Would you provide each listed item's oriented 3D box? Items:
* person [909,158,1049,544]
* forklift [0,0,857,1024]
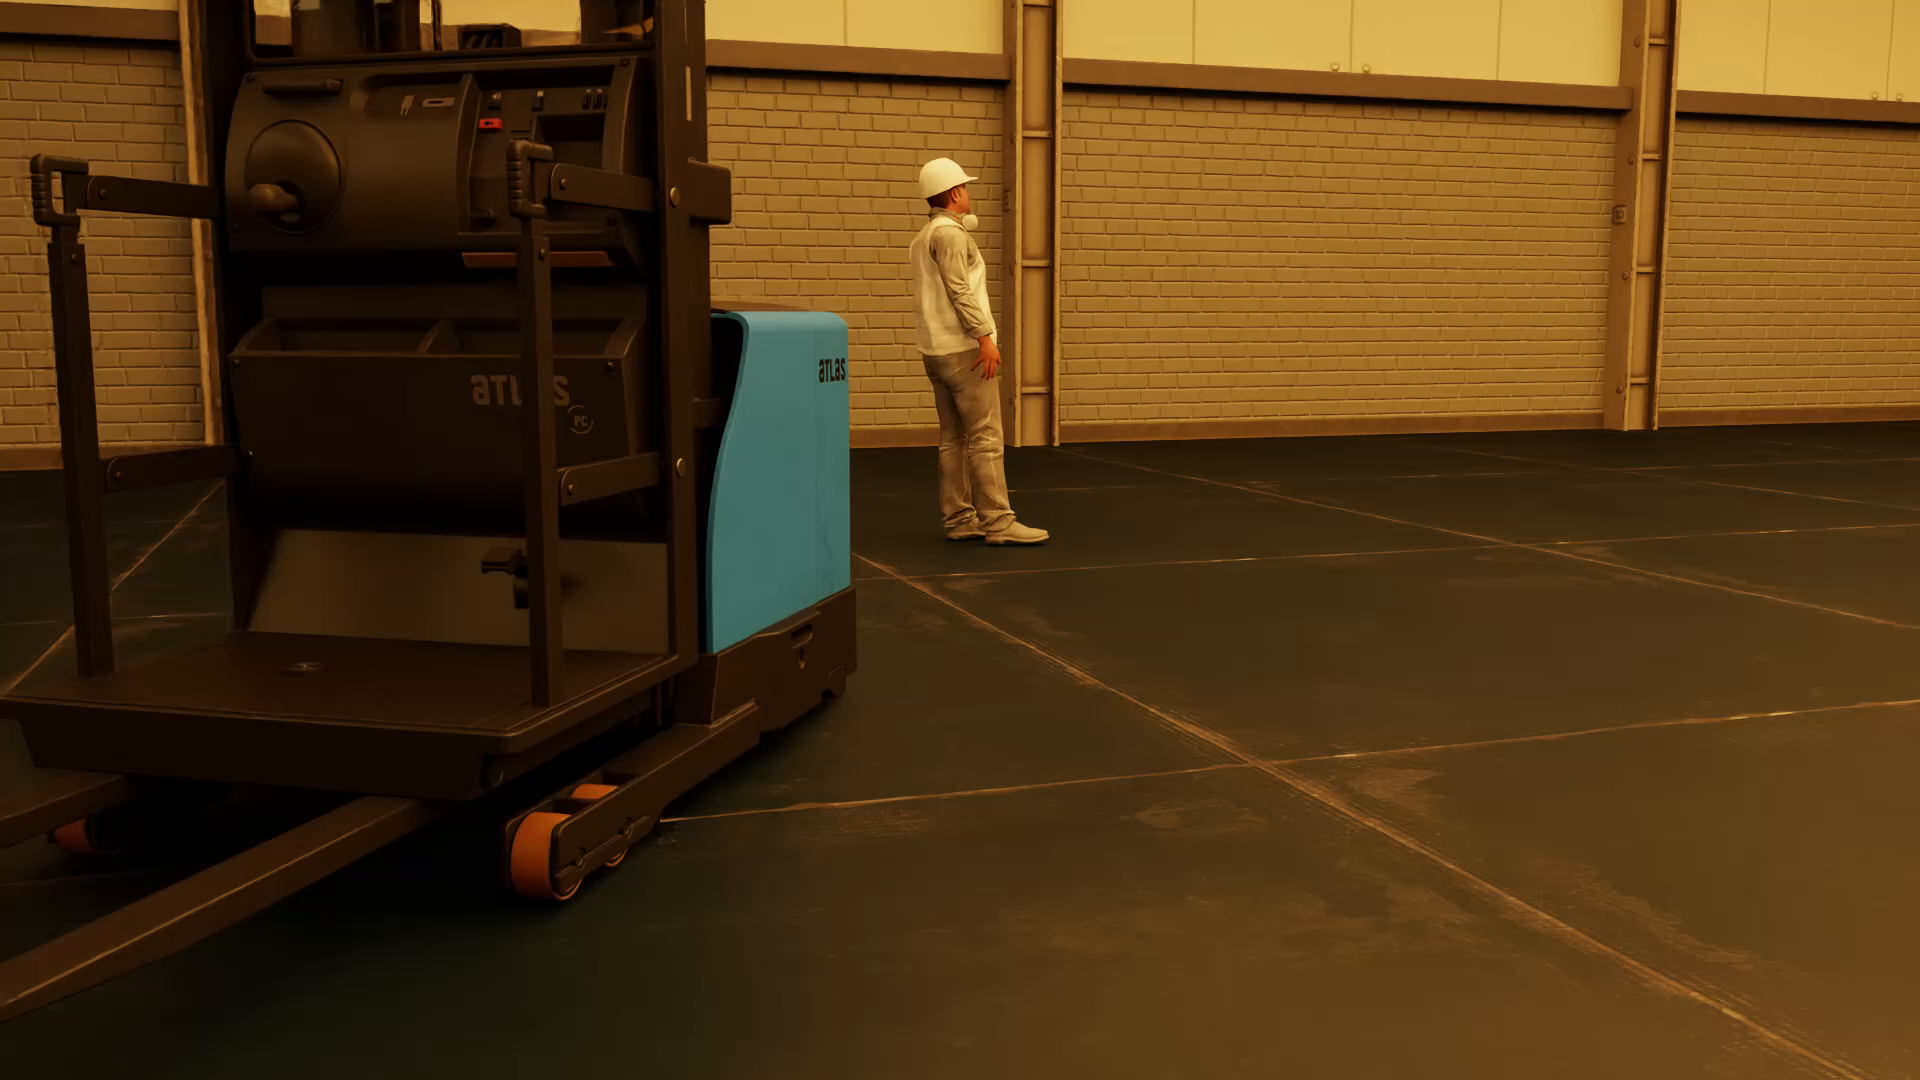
[{"bbox_3d":[0.062,-0.888,7.816,0.566,1.775,0.634,-3,8,-18],"label":"person"},{"bbox_3d":[-1.163,-0.846,3.268,1.130,2.935,3.031,2,8,15],"label":"forklift"}]
